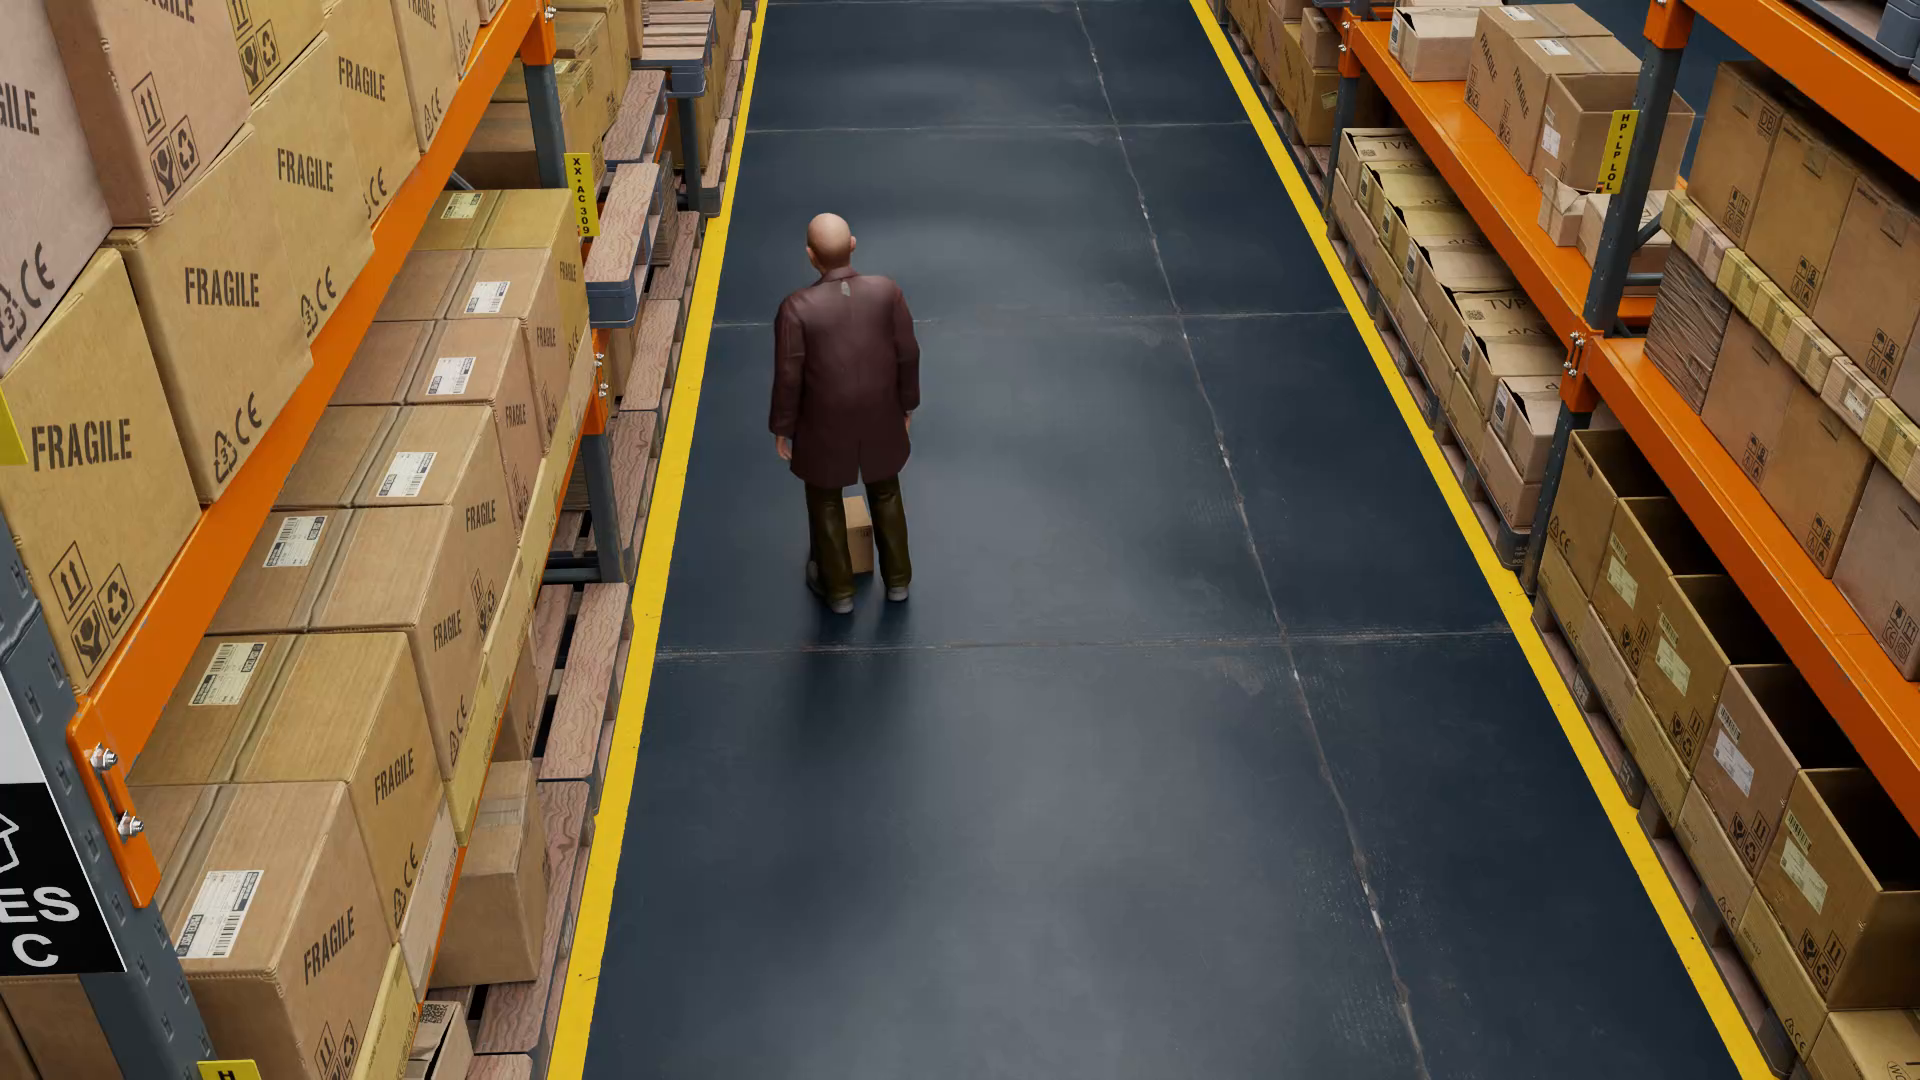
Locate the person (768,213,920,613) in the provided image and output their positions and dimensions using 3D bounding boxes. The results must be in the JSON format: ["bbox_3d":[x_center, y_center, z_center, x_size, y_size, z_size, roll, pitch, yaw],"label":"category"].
[{"bbox_3d":[-0.474,-0.503,6.882,0.653,1.773,0.423,-12,37,-17],"label":"person"}]
